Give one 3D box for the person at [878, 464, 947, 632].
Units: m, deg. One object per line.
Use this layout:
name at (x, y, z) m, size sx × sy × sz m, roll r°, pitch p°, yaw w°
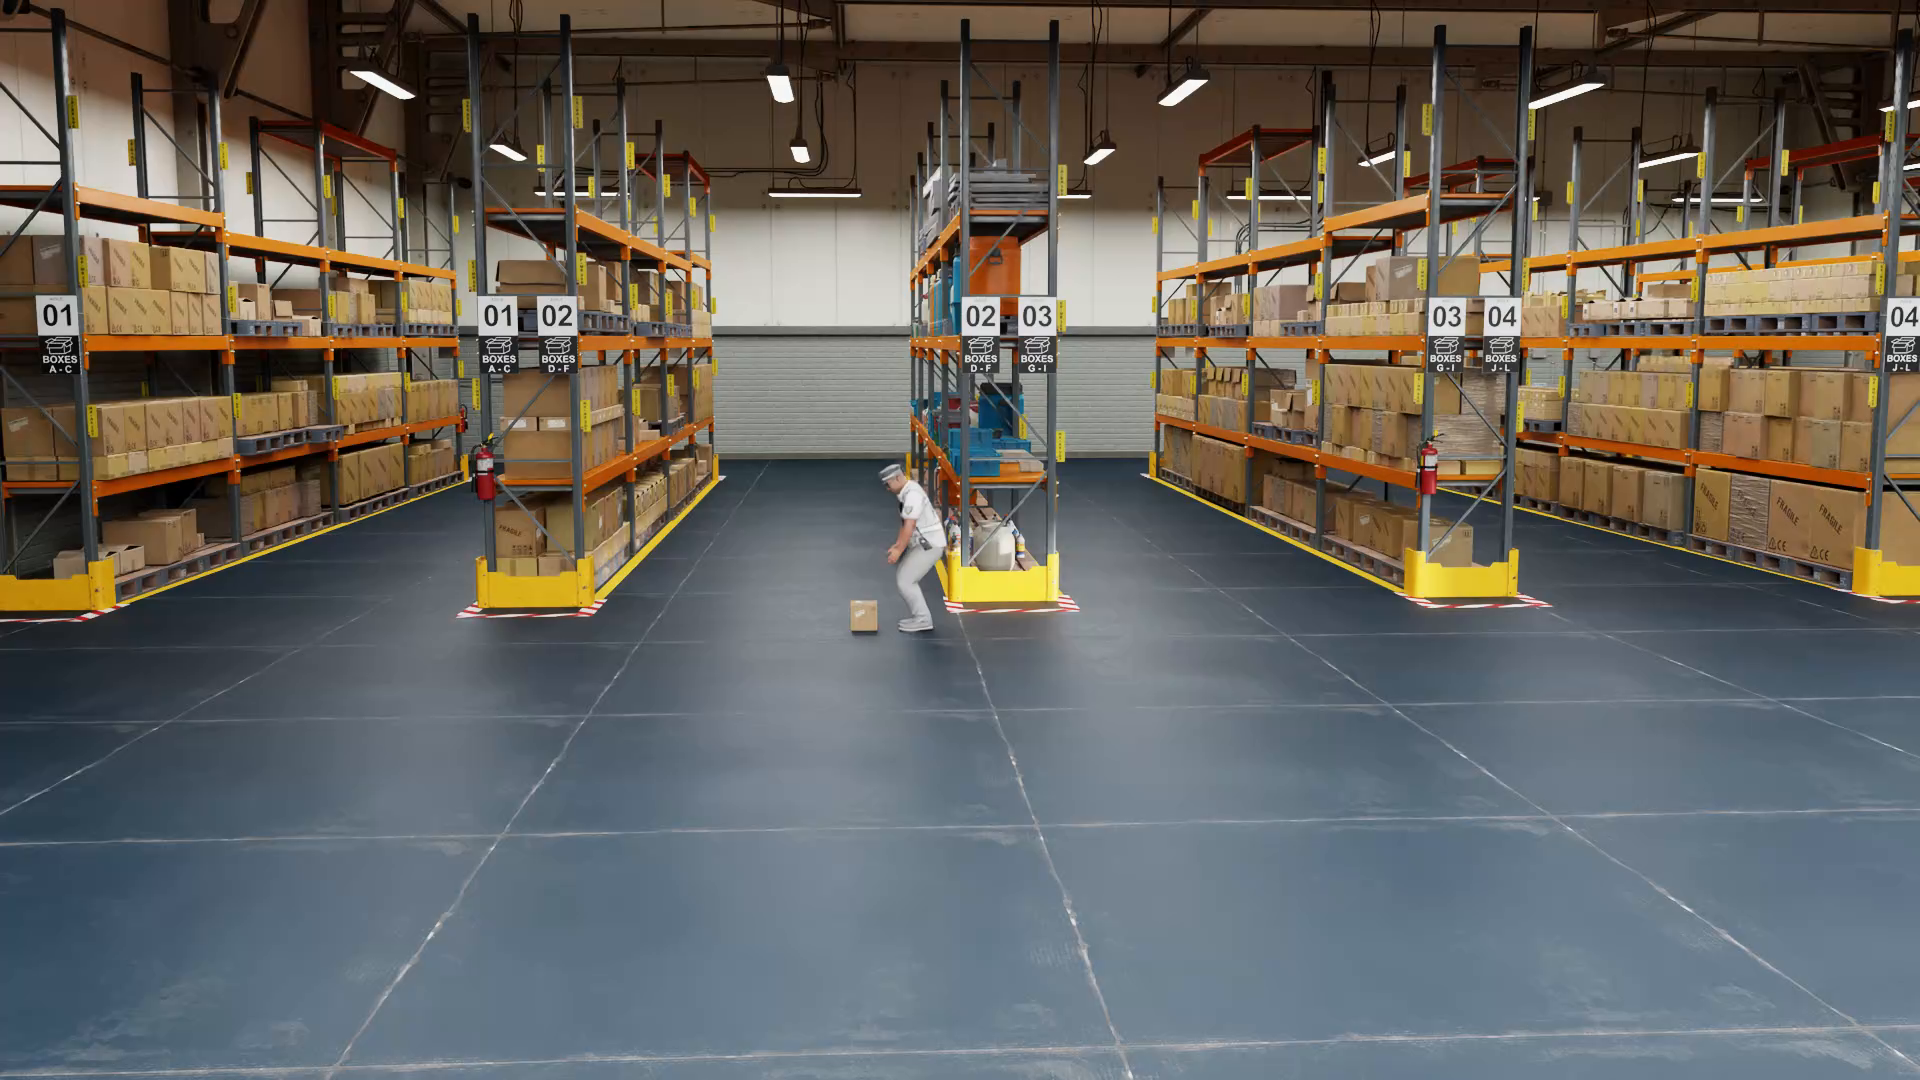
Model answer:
person at (-0.455, 0.067, 15.876) m, size 0.658 × 1.594 × 0.581 m, roll 0°, pitch 7°, yaw -3°
